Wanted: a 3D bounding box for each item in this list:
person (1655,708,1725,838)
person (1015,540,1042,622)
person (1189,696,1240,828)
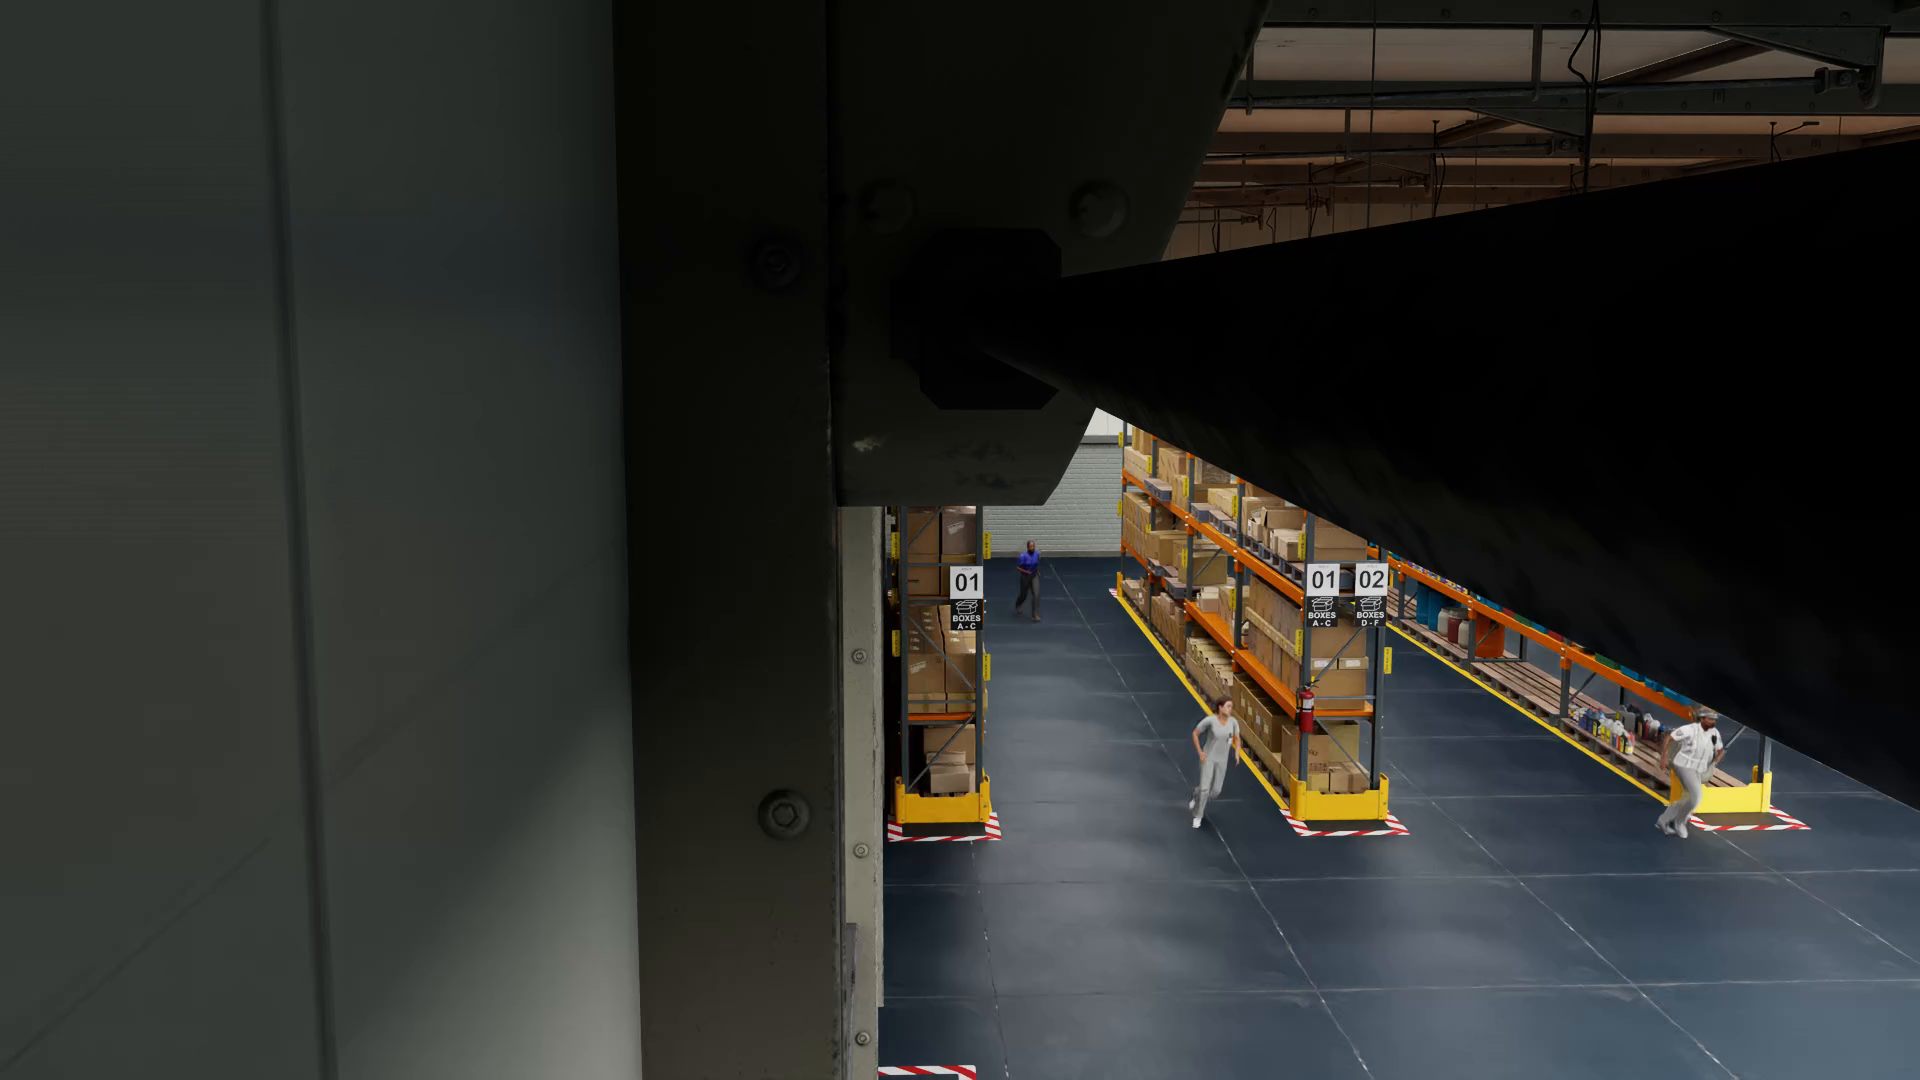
[{"bbox_3d":[8.814,2.757,19.952,0.719,1.576,0.596,-4,9,-25],"label":"person"},{"bbox_3d":[1.374,0.788,33.611,0.557,1.621,0.989,-3,8,-19],"label":"person"},{"bbox_3d":[3.128,2.694,20.557,0.683,1.580,0.595,-2,8,-13],"label":"person"}]
